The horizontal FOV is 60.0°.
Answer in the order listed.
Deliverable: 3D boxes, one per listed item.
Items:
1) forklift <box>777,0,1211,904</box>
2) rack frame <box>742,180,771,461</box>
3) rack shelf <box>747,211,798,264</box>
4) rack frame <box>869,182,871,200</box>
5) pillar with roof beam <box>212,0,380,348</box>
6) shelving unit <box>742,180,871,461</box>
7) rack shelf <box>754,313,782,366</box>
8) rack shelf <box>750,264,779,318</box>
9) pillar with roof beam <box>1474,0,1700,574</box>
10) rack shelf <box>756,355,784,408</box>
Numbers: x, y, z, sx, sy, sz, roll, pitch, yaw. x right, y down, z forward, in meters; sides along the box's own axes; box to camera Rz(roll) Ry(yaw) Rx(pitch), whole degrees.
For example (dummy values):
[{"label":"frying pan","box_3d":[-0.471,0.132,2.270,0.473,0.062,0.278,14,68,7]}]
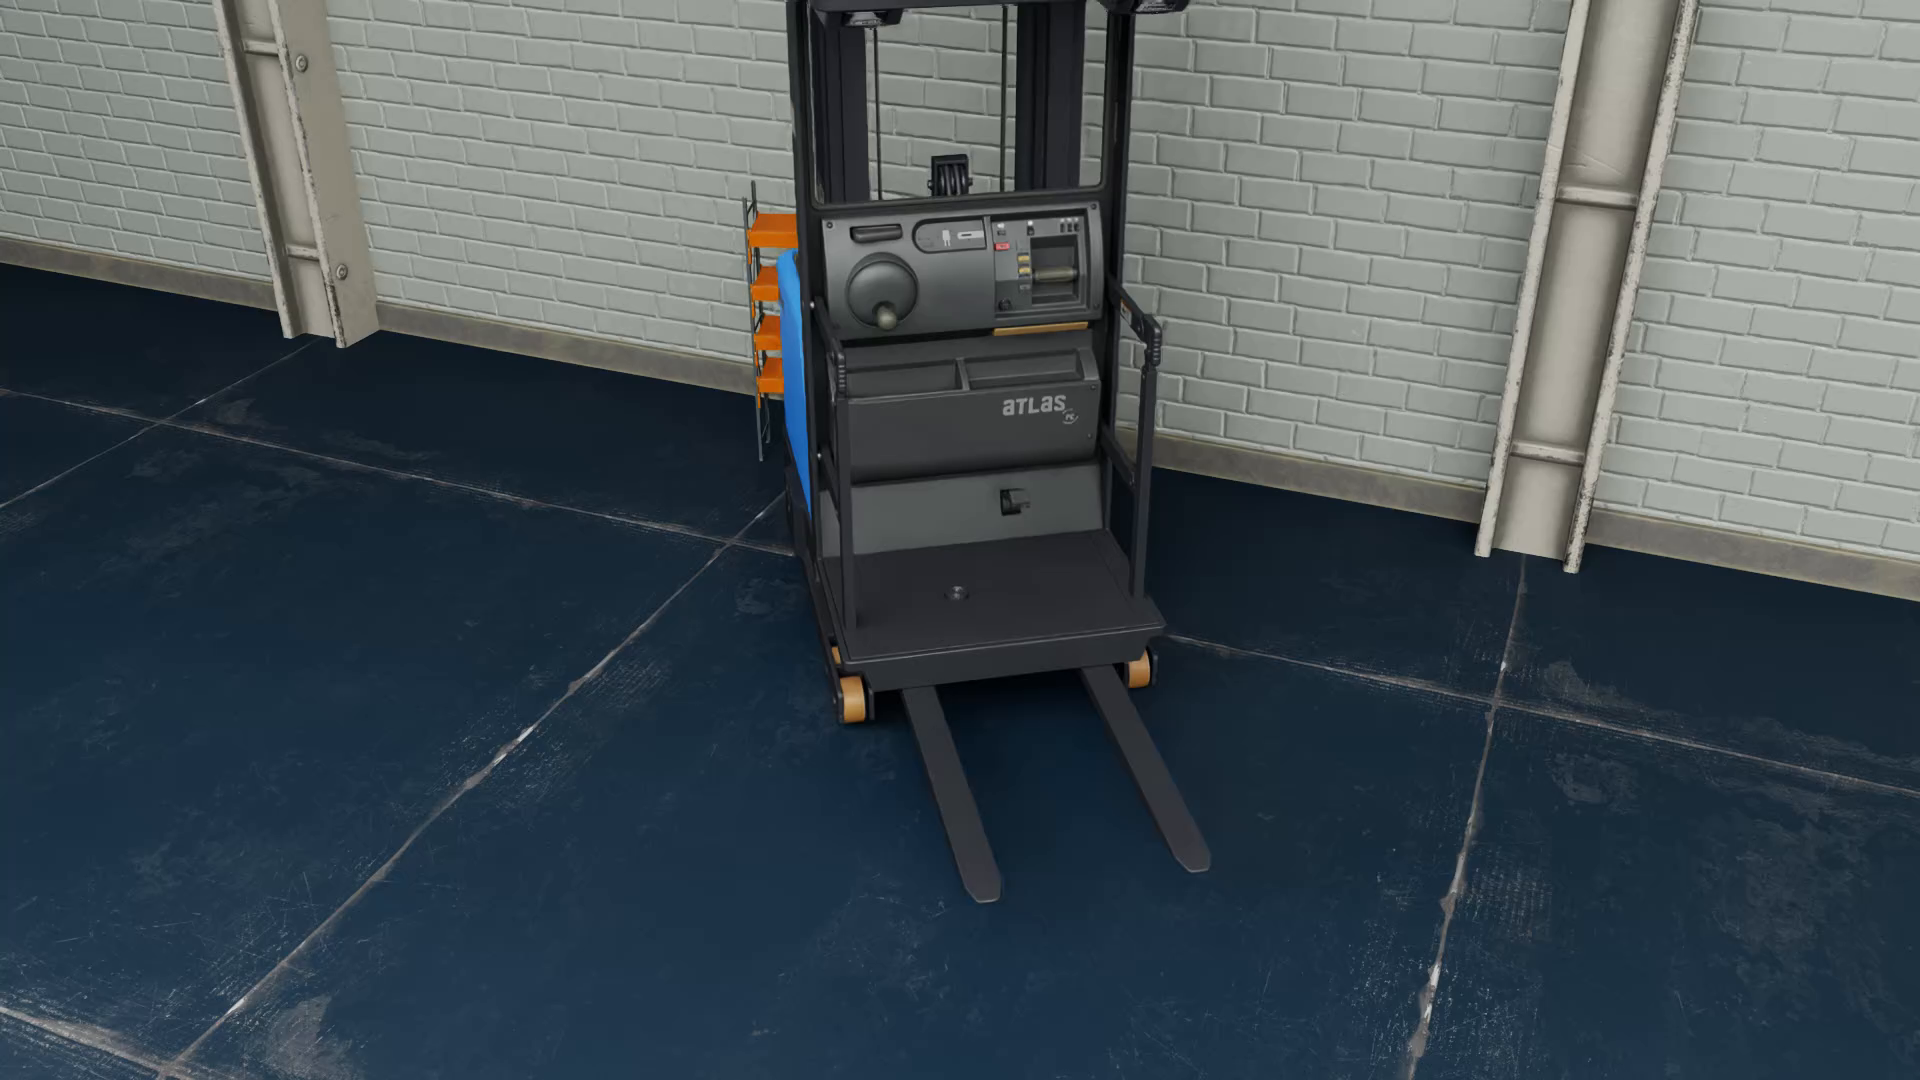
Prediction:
[{"label":"forklift","box_3d":[0.063,-0.853,5.280,1.130,2.935,3.031,-6,30,-10]},{"label":"rack frame","box_3d":[-0.874,-0.929,7.175,0.015,1.200,0.240,2,30,3]},{"label":"rack shelf","box_3d":[-0.630,-1.265,6.969,0.480,0.148,0.258,2,30,3]},{"label":"rack frame","box_3d":[-0.387,-0.916,7.151,0.015,1.200,0.240,2,30,3]},{"label":"pillar with roof beam","box_3d":[-4.883,-3.039,2.981,0.400,9.000,9.100,11,31,19]},{"label":"shelving unit","box_3d":[-0.630,-0.922,7.163,0.503,1.200,0.258,2,30,3]},{"label":"rack shelf","box_3d":[-0.630,-0.864,7.196,0.480,0.148,0.258,2,30,3]},{"label":"rack shelf","box_3d":[-0.630,-1.059,7.086,0.480,0.148,0.258,2,30,3]},{"label":"pillar with roof beam","box_3d":[0.677,-1.929,1.018,0.400,9.000,9.100,11,31,19]},{"label":"rack shelf","box_3d":[-0.630,-0.691,7.293,0.480,0.148,0.258,2,30,3]}]
